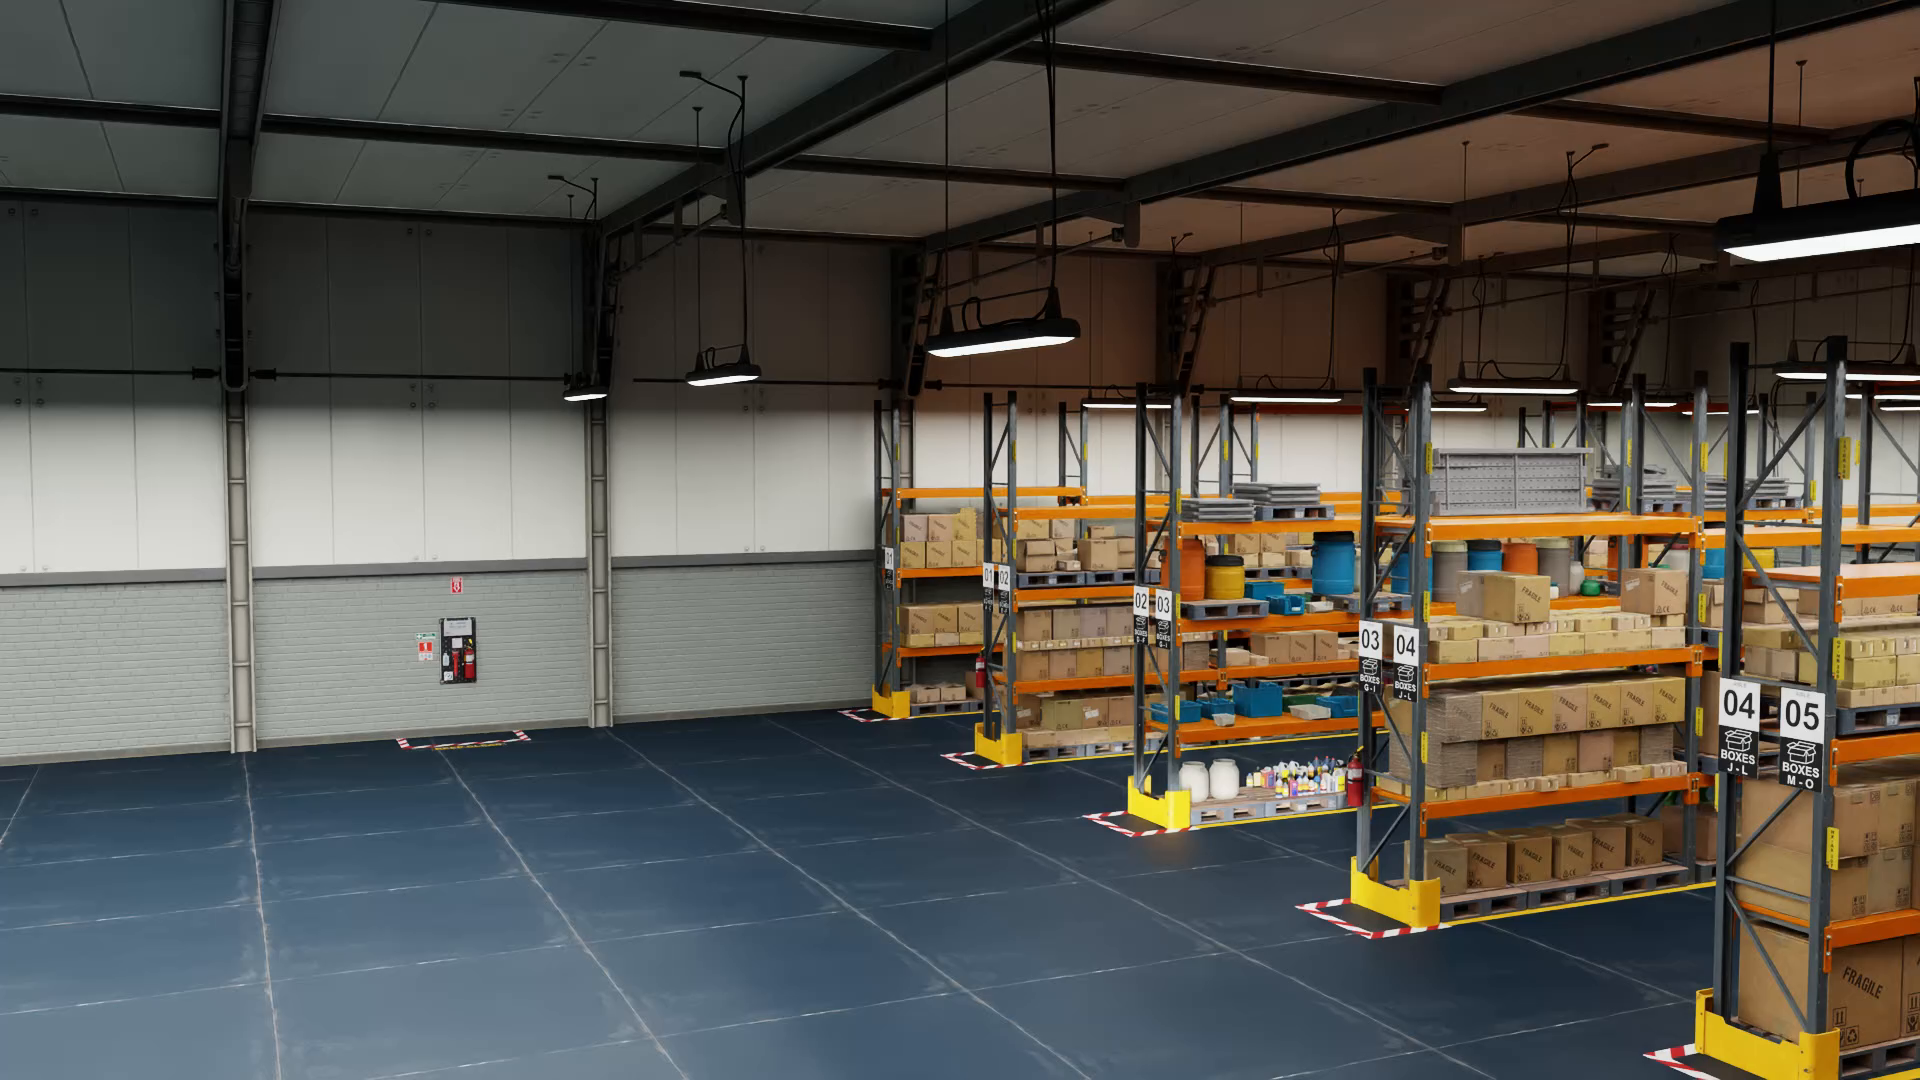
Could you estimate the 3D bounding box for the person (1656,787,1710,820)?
[{"bbox_3d":[9.499,2.999,21.872,1.061,1.725,0.550,-1,4,-22],"label":"person"}]
